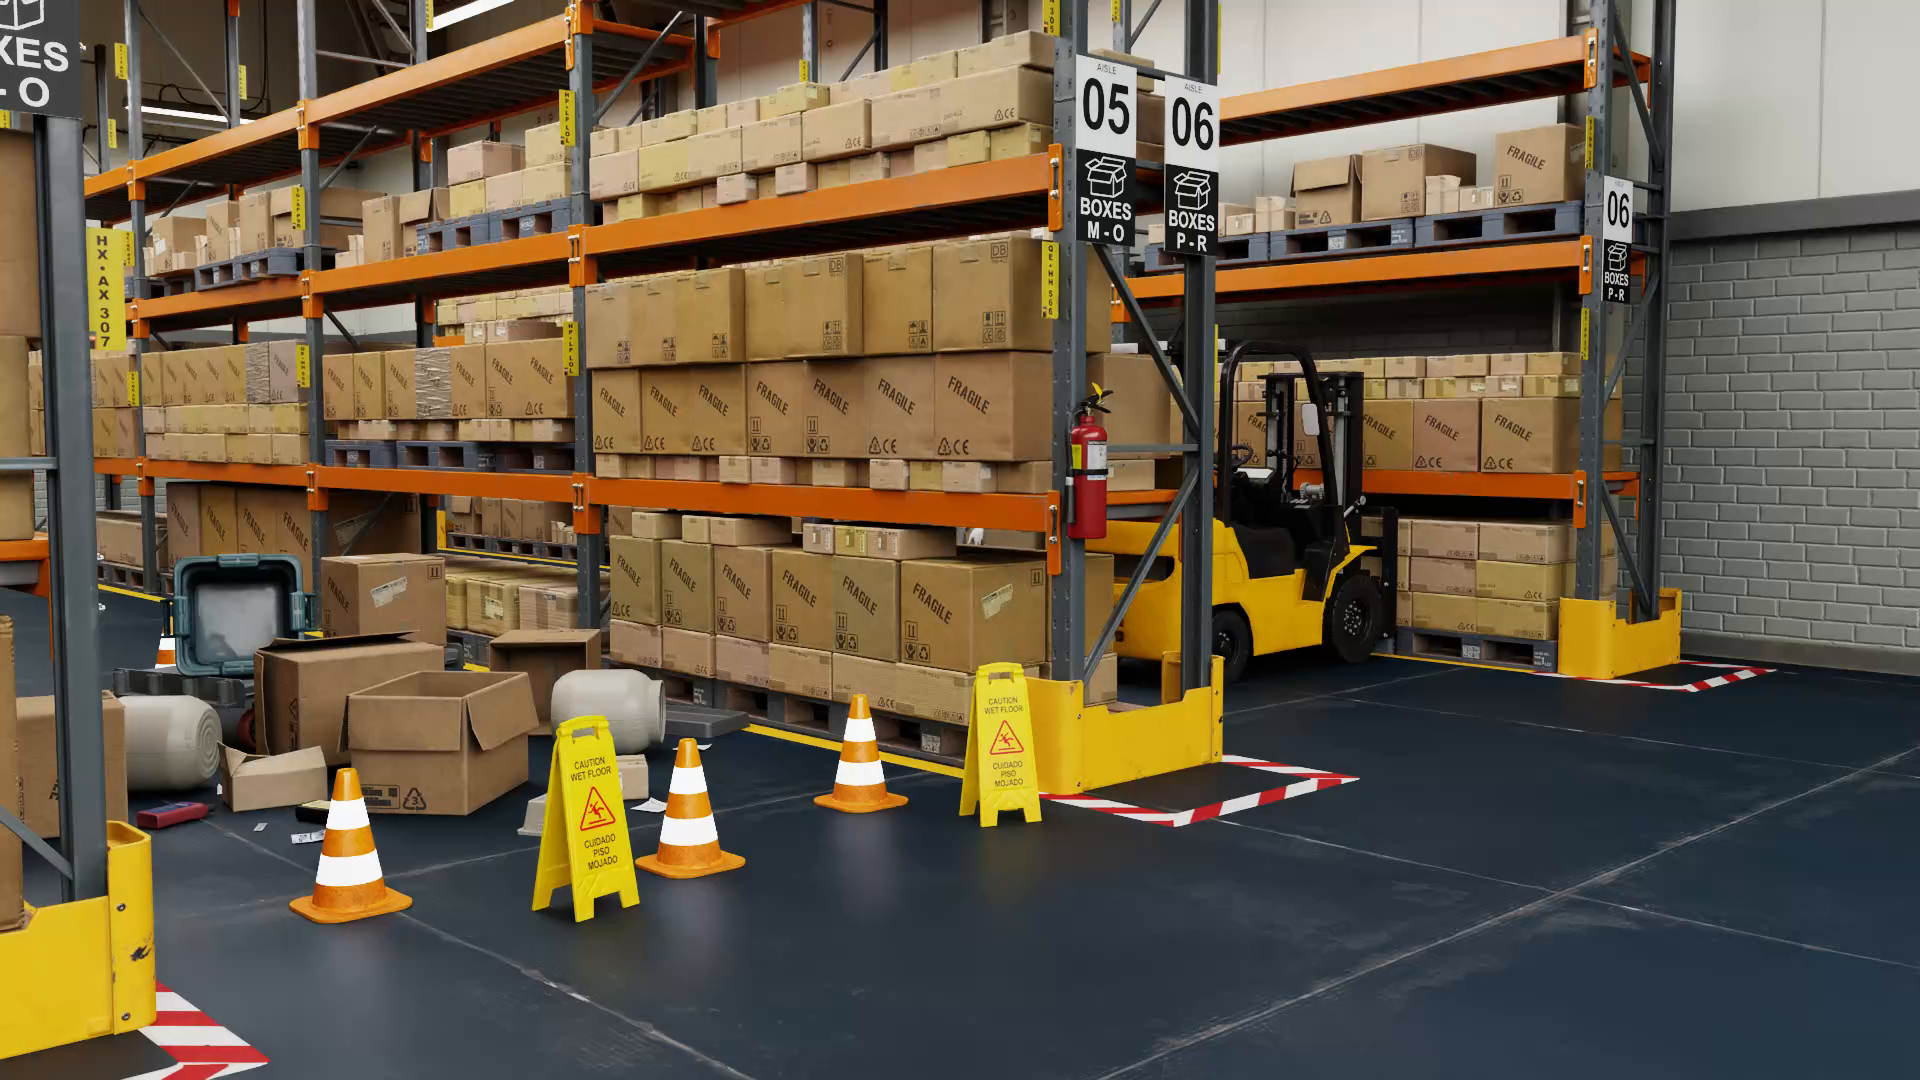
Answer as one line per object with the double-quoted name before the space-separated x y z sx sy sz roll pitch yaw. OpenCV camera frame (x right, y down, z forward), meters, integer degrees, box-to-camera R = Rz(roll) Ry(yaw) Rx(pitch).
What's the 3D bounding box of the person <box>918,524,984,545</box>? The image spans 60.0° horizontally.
"person" -0.163 -0.062 11.401 0.656 1.776 0.577 1 4 17
